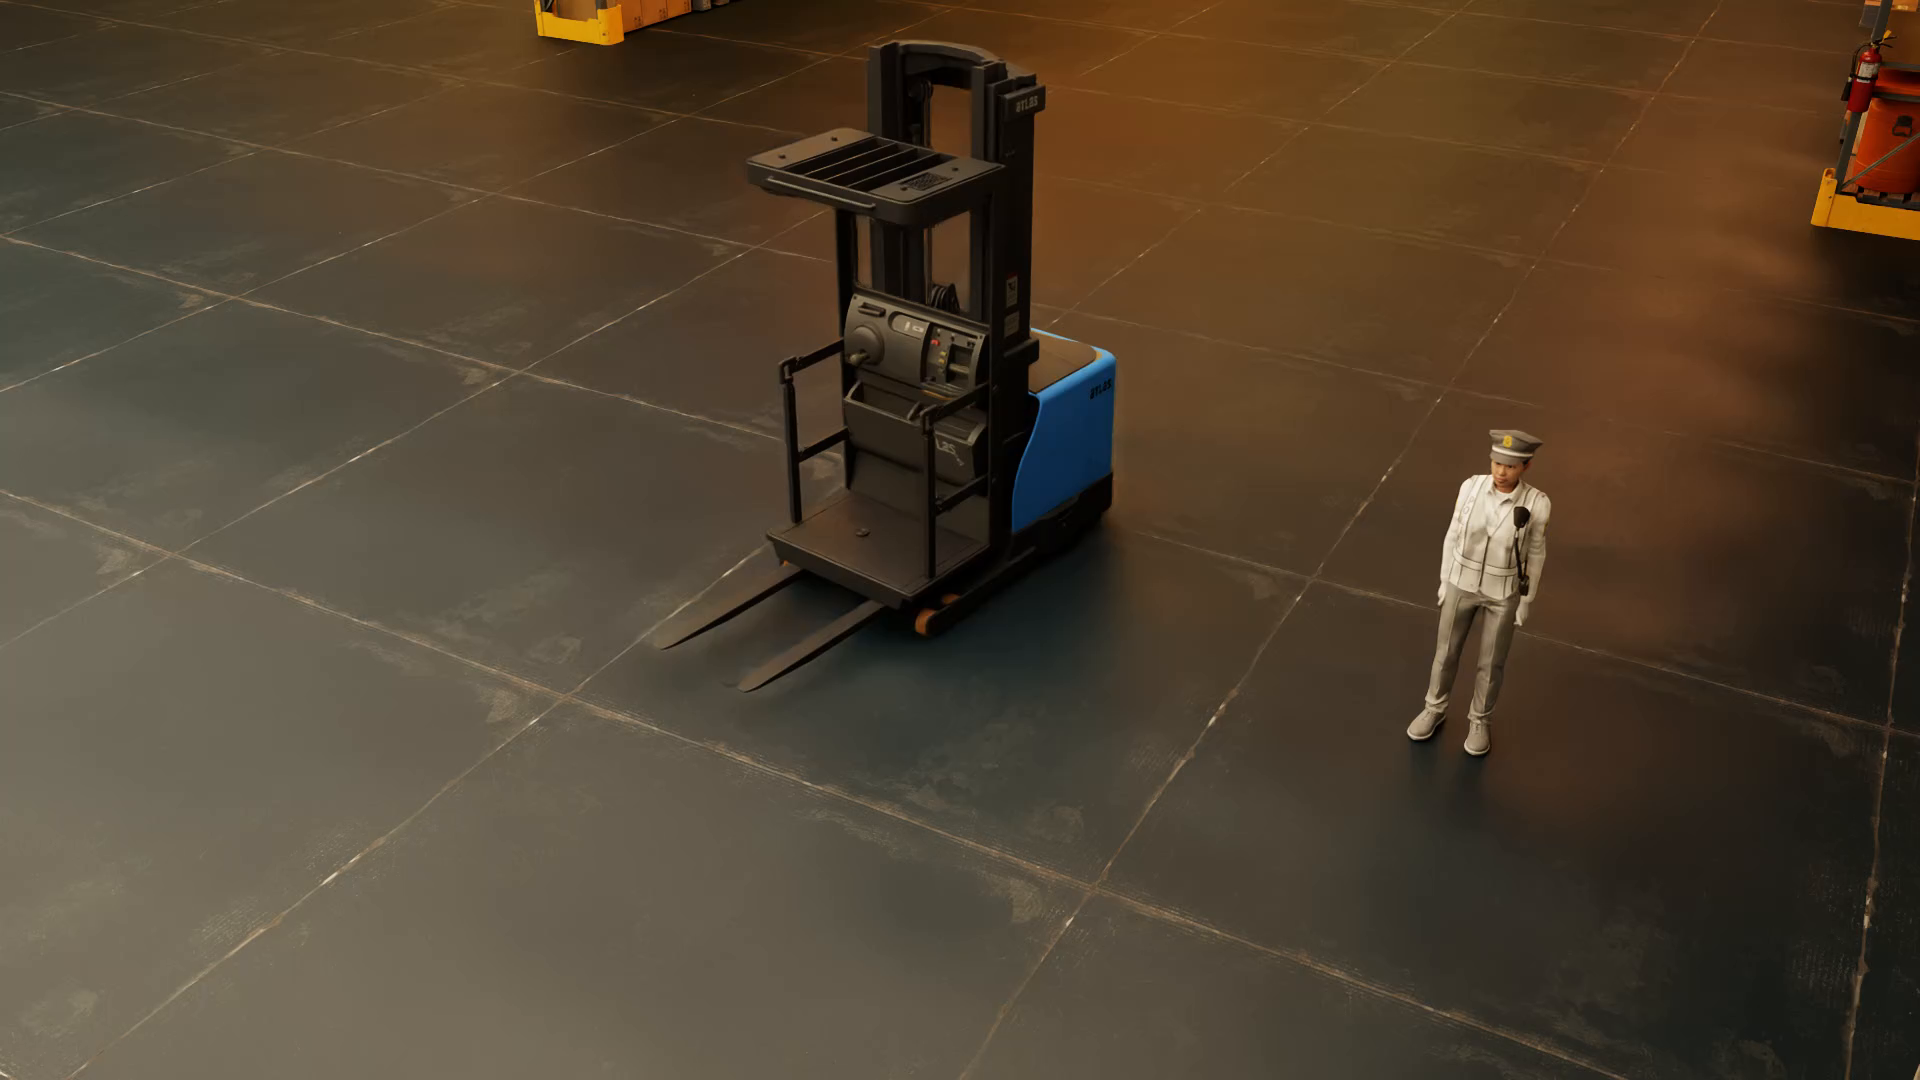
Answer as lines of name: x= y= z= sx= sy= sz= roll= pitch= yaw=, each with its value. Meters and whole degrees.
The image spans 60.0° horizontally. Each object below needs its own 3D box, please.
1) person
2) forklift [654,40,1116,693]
person: x=2.495 y=0.239 z=7.902 sx=0.463 sy=1.693 sz=0.346 roll=15 pitch=33 yaw=24
forklift: x=-0.382 y=-1.016 z=8.830 sx=1.130 sy=2.935 sz=3.031 roll=22 pitch=36 yaw=33
